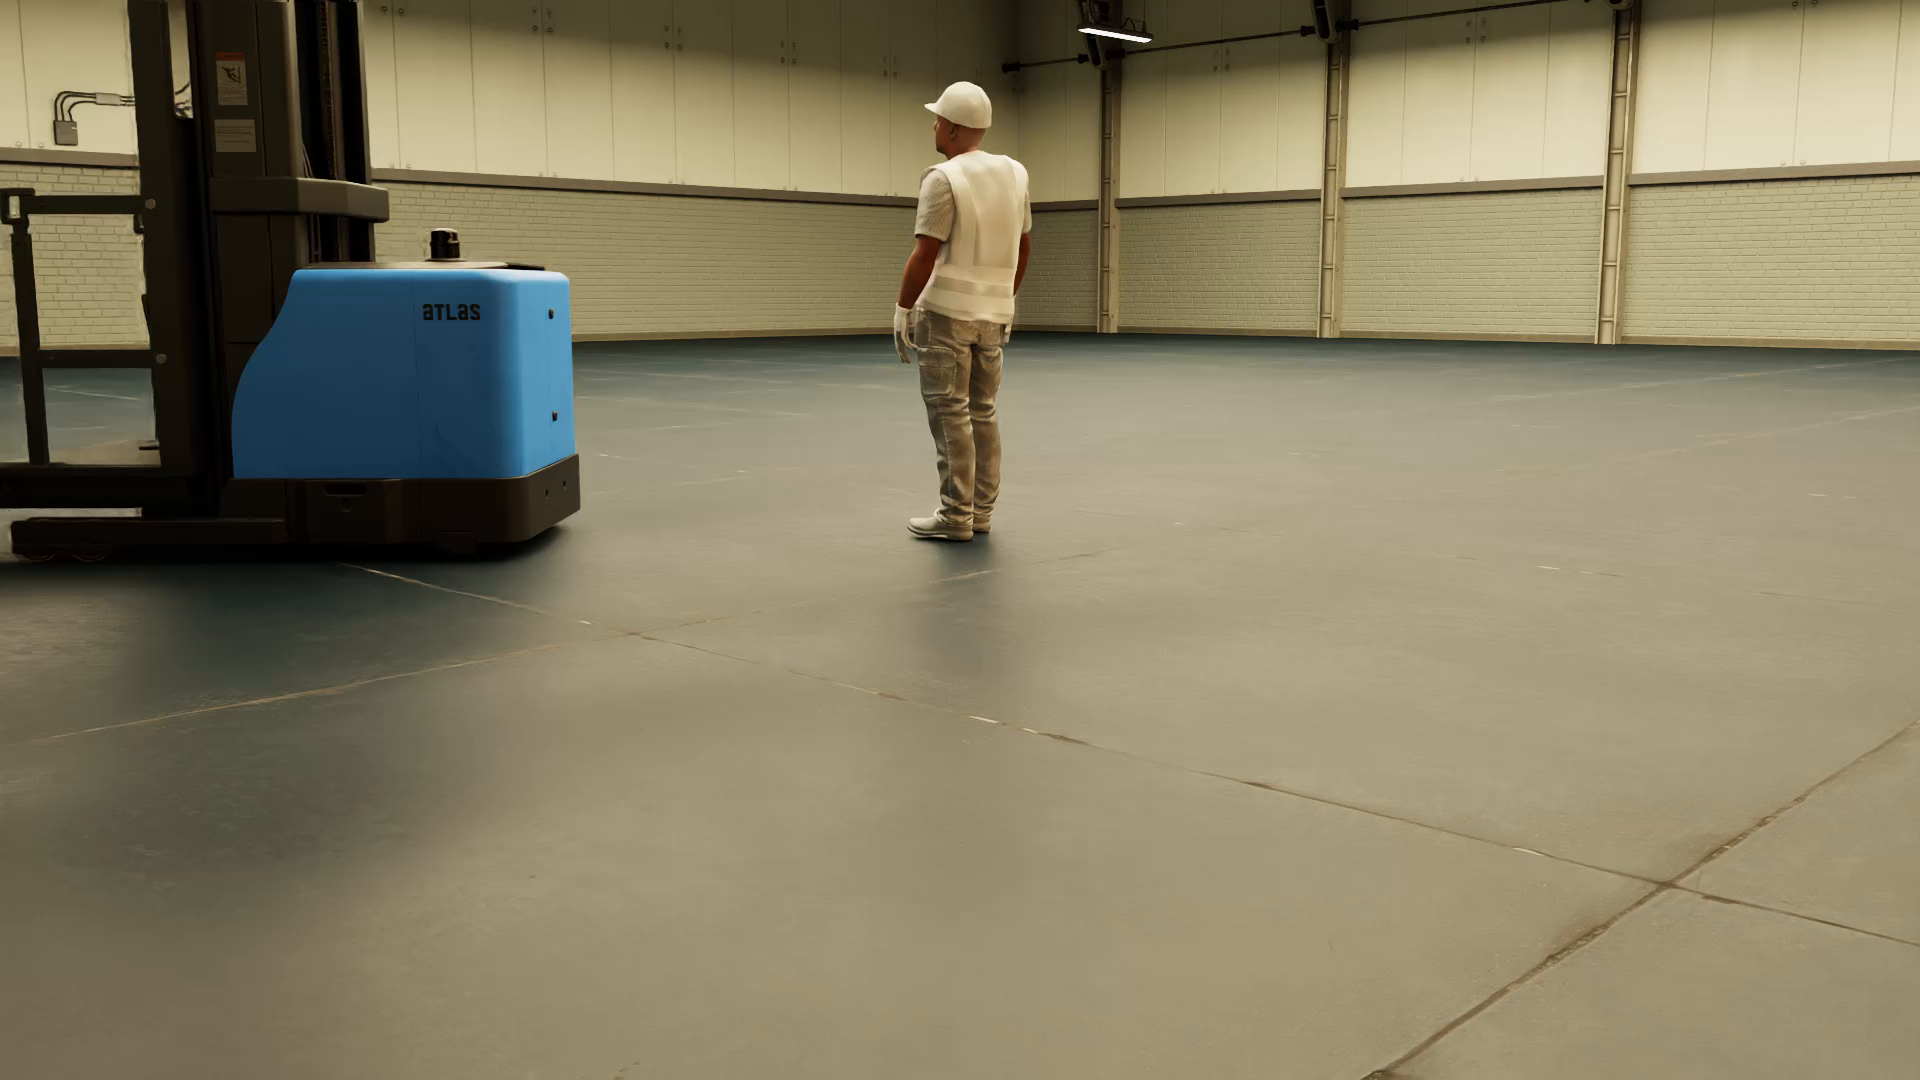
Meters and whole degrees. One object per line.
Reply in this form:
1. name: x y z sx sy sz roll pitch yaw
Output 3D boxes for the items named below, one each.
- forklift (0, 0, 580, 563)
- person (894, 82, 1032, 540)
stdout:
1. forklift: -3.133 -1.444 6.462 3.031 2.935 1.130 0 9 0
2. person: -0.046 -0.897 6.639 0.577 1.781 0.656 8 12 43
